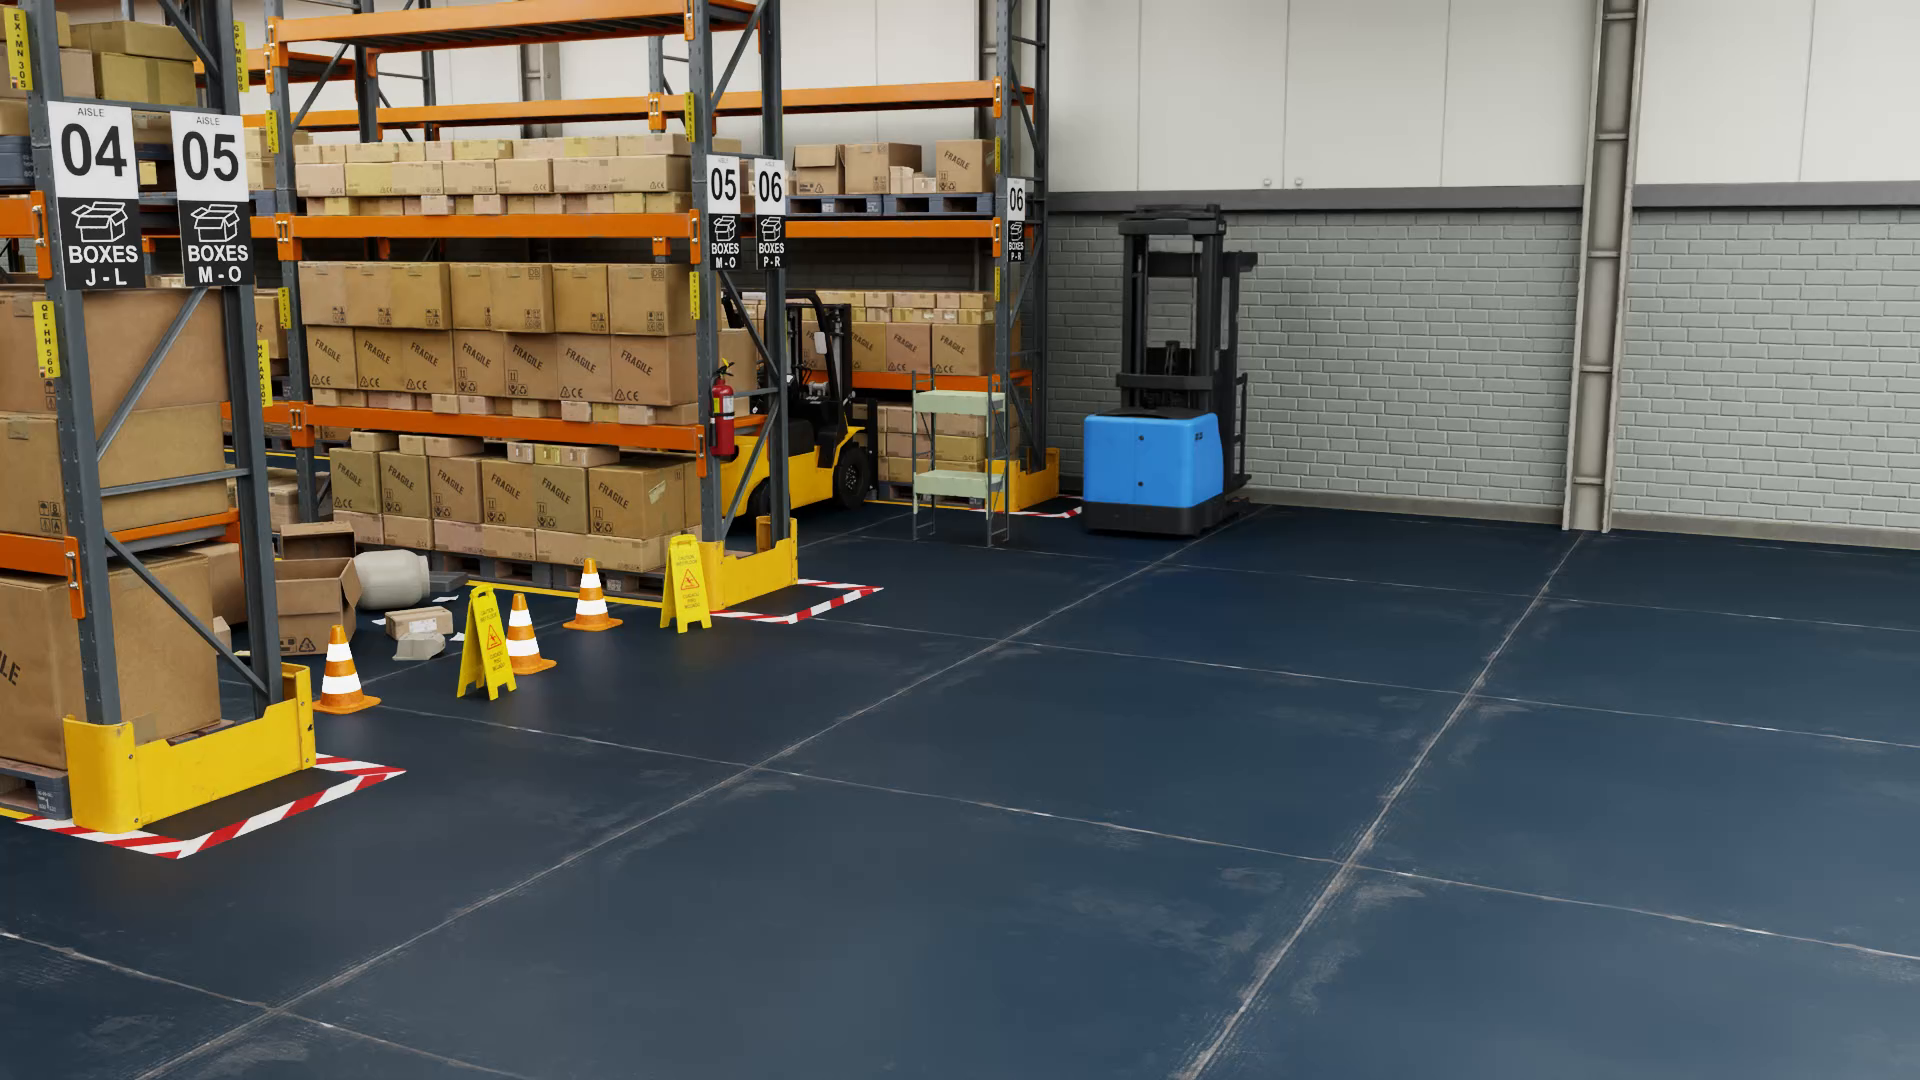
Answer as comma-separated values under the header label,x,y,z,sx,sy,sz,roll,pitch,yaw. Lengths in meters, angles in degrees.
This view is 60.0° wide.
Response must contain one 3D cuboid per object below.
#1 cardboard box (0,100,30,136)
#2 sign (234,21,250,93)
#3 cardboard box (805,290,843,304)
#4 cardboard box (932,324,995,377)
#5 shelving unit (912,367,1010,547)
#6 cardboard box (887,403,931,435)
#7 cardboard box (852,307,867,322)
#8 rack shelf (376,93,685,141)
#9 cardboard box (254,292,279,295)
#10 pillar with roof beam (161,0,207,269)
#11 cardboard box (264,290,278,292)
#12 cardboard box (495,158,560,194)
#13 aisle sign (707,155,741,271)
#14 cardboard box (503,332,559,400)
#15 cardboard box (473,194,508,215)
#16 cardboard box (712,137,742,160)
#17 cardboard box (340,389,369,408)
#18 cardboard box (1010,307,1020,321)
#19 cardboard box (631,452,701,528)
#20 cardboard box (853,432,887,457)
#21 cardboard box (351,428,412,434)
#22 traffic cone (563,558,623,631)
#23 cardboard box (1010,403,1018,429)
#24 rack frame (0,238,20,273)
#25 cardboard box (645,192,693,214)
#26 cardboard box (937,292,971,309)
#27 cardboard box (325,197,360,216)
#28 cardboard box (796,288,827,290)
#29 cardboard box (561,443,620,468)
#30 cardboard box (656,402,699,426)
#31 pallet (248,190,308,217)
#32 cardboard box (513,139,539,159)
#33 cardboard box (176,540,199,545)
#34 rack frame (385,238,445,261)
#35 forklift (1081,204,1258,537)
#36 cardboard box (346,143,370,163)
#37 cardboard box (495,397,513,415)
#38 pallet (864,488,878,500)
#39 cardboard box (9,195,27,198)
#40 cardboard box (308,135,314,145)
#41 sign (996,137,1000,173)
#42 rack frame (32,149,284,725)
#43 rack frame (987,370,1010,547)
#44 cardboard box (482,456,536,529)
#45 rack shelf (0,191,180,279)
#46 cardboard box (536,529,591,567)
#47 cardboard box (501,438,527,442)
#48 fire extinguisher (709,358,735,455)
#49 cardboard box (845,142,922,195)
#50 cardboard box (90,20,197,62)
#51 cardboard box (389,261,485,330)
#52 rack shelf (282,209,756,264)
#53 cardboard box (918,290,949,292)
label,x,y,z,sx,sy,sz,roll,pitch,yaw
cardboard box,-4.128,-1.844,7.317,0.250,0.149,0.380,5,11,26
sign,-3.429,-2.297,7.897,0.005,0.325,0.100,5,11,26
cardboard box,-1.398,-2.507,17.220,0.250,0.149,0.380,5,11,26
cardboard box,0.055,-1.901,16.530,0.500,0.500,0.500,5,11,25
shelving unit,0.006,-0.737,14.594,0.755,1.500,0.431,5,11,26
cardboard box,-0.399,-1.226,16.817,0.500,0.250,0.500,5,12,27
cardboard box,-0.983,-2.303,16.930,0.250,0.149,0.380,5,11,26
rack shelf,-4.768,-4.729,18.734,4.000,0.370,1.077,5,11,26
cardboard box,-5.910,-1.901,14.518,0.500,0.500,0.500,5,11,26
pillar with roof beam,-12.279,-5.264,18.546,0.400,9.000,9.100,5,11,26
cardboard box,-8.107,-2.842,20.540,0.637,0.503,0.797,5,11,24
cardboard box,-3.076,-2.688,12.321,0.500,0.250,0.500,5,12,27
aisle sign,-1.653,-2.290,11.660,0.004,0.787,0.394,5,11,26
cardboard box,-3.083,-1.336,12.575,0.500,0.500,0.500,5,11,26
cardboard box,-3.421,-2.512,12.467,0.250,0.149,0.380,5,11,25
cardboard box,-1.809,-2.867,12.193,0.250,0.149,0.380,5,11,25
cardboard box,-4.777,-1.166,13.454,0.250,0.149,0.380,5,12,27
cardboard box,0.423,-2.291,16.866,0.250,0.149,0.380,5,11,24
cardboard box,-2.203,-0.394,12.920,0.500,0.500,0.500,5,11,24
cardboard box,-0.879,-1.021,17.089,0.500,0.250,0.500,5,11,25
cardboard box,-7.036,-1.461,20.219,0.500,0.500,0.500,5,12,27
traffic cone,-2.537,0.359,11.449,0.334,0.463,0.336,5,11,26
cardboard box,0.265,-1.269,17.051,0.500,0.250,0.500,5,11,25
rack frame,-13.736,-3.116,23.522,0.127,3.000,1.000,5,11,26
cardboard box,-2.024,-2.398,11.838,0.250,0.149,0.380,5,11,26
cardboard box,-0.037,-2.379,16.513,0.250,0.149,0.380,5,11,26
cardboard box,-4.787,-2.636,13.153,0.250,0.149,0.380,5,11,26
cardboard box,-1.629,-2.629,17.899,0.250,0.149,0.380,5,11,25
cardboard box,-2.773,-0.643,12.476,0.250,0.149,0.380,5,12,27
cardboard box,-2.010,-0.933,12.171,0.250,0.149,0.380,5,12,28
pallet,-5.674,-2.826,14.028,1.003,0.211,1.213,5,11,26
cardboard box,-3.109,-2.903,12.392,0.250,0.149,0.380,5,11,24
cardboard box,-5.928,-0.233,12.487,0.500,0.500,0.500,5,11,26
rack frame,-6.562,-2.485,20.039,0.127,3.000,1.000,5,11,26
forklift,2.165,-1.693,15.853,1.130,2.935,3.031,5,11,24
cardboard box,-4.550,-3.007,12.965,0.250,0.149,0.380,5,11,24
cardboard box,-3.372,-1.057,12.853,0.250,0.149,0.380,5,11,26
pallet,-1.182,-0.633,17.633,1.213,0.211,1.003,5,11,26
cardboard box,-8.318,-3.030,15.004,0.258,0.266,0.396,5,11,26
cardboard box,-5.965,-3.380,14.396,0.500,0.250,0.500,5,11,25
sign,0.360,-3.642,15.744,0.005,0.325,0.100,5,11,26
rack frame,-3.680,-0.263,7.762,0.127,3.000,1.000,5,11,26
rack frame,0.334,-0.709,14.434,0.023,1.500,0.400,5,11,26
cardboard box,-3.333,-0.387,12.884,0.500,0.500,0.500,5,11,24
rack shelf,-5.473,-1.543,8.430,4.000,0.370,1.077,5,11,26
cardboard box,-2.885,0.022,12.729,0.500,0.250,0.500,5,11,26
cardboard box,-4.815,-1.369,19.359,0.625,0.625,0.875,5,11,23
fire extinguisher,-1.682,-0.941,11.725,0.183,0.674,0.296,5,11,26
cardboard box,-0.766,-3.729,16.746,0.500,0.500,0.700,5,11,26
cardboard box,-3.838,-2.341,7.826,0.250,0.149,0.380,5,11,26
cardboard box,-3.982,-1.908,12.924,0.500,0.500,0.700,5,11,25
rack shelf,-3.374,-2.341,12.842,4.000,0.370,1.077,5,11,26
cardboard box,-0.272,-2.497,17.165,0.250,0.149,0.380,5,11,26
